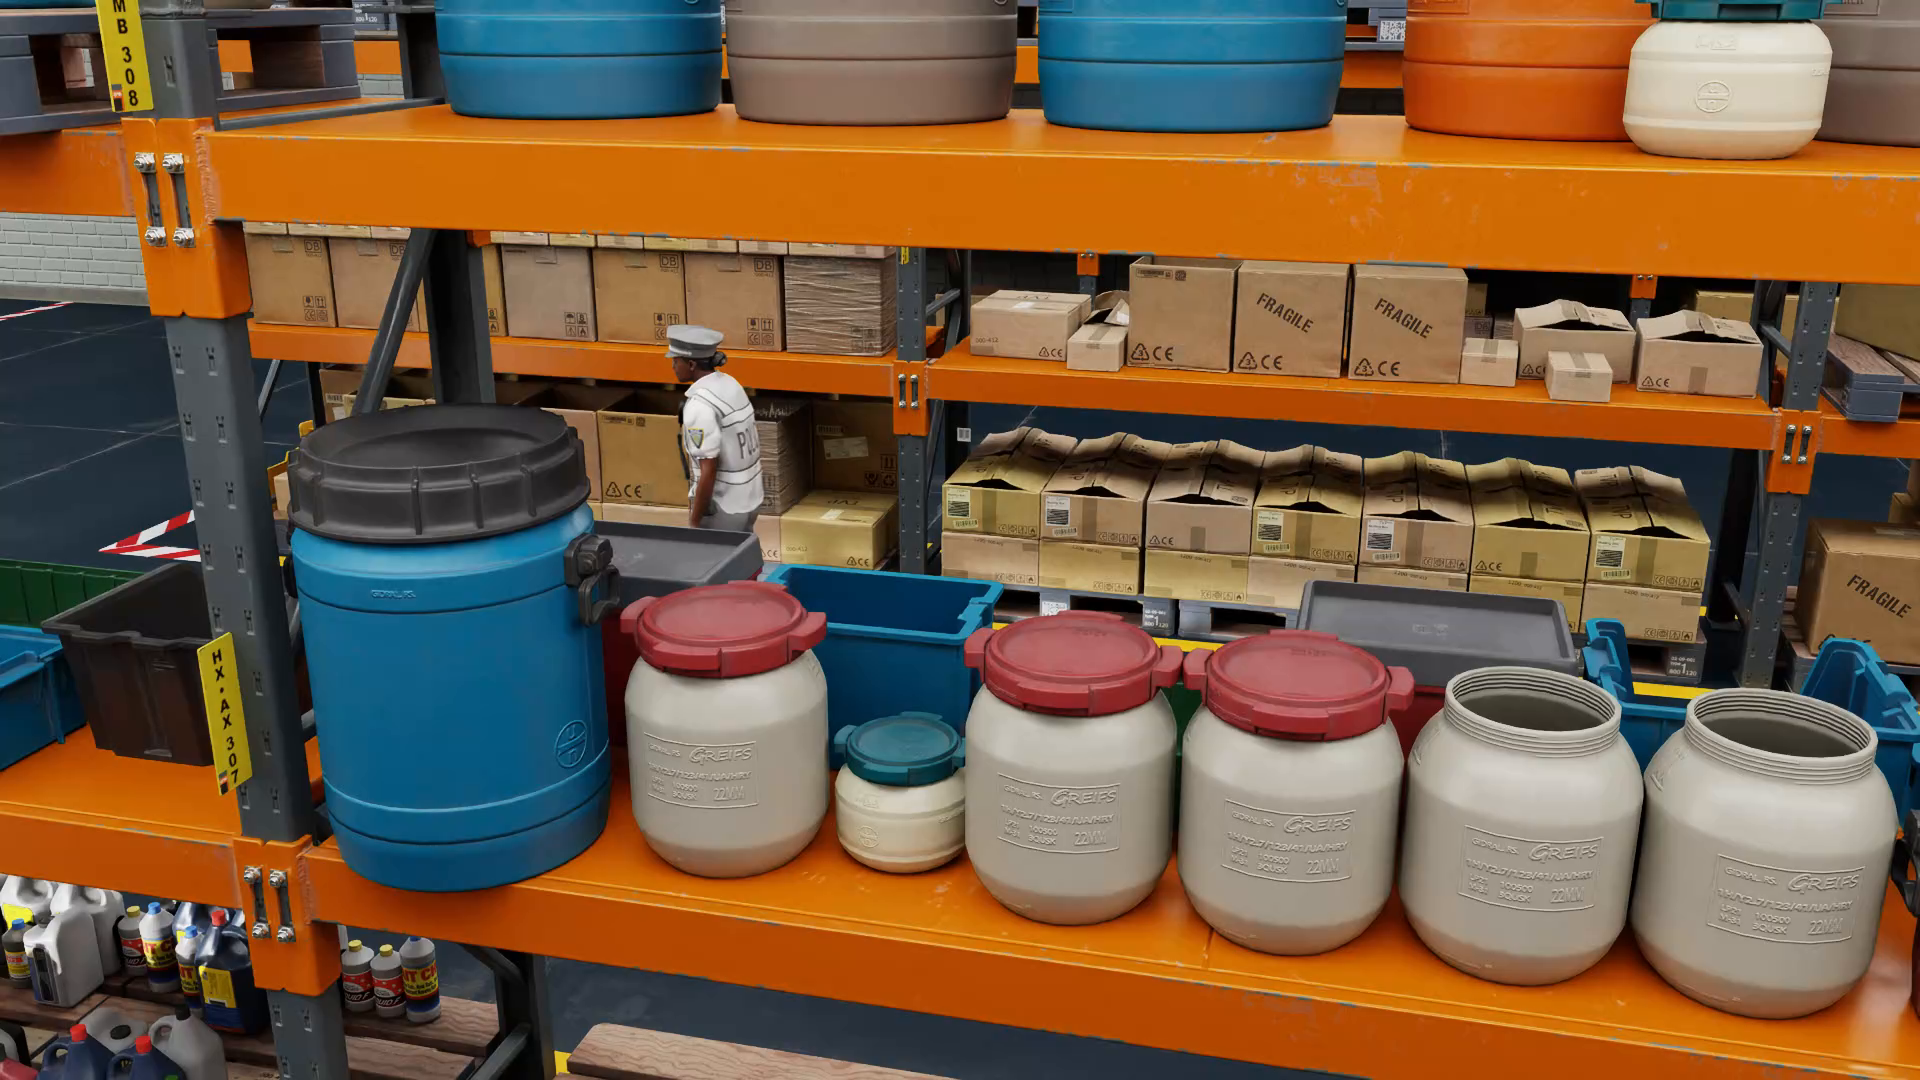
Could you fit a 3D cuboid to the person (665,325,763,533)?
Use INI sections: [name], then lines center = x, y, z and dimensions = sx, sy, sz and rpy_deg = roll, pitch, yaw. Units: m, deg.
[person]
center = -1.088, -0.144, 7.485
dimensions = 0.391, 1.663, 0.530
rpy_deg = 4, 19, 11
